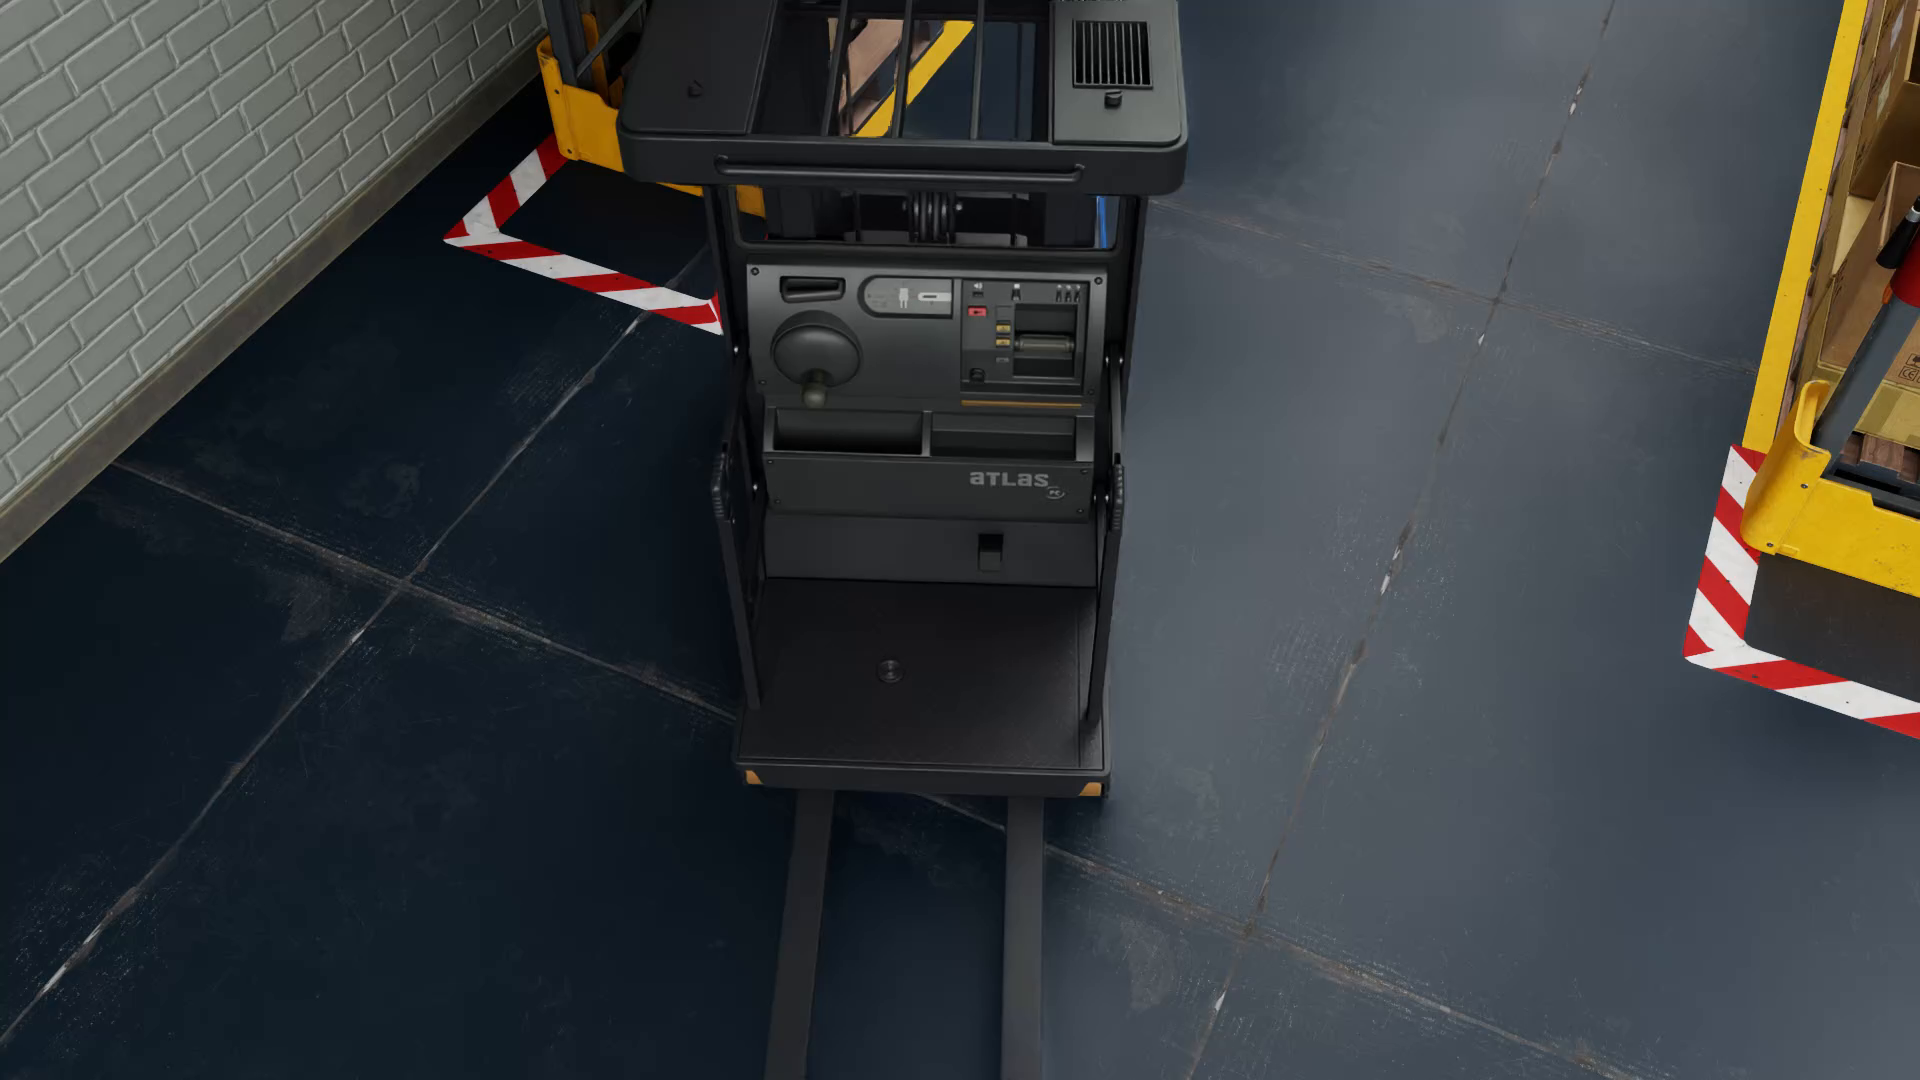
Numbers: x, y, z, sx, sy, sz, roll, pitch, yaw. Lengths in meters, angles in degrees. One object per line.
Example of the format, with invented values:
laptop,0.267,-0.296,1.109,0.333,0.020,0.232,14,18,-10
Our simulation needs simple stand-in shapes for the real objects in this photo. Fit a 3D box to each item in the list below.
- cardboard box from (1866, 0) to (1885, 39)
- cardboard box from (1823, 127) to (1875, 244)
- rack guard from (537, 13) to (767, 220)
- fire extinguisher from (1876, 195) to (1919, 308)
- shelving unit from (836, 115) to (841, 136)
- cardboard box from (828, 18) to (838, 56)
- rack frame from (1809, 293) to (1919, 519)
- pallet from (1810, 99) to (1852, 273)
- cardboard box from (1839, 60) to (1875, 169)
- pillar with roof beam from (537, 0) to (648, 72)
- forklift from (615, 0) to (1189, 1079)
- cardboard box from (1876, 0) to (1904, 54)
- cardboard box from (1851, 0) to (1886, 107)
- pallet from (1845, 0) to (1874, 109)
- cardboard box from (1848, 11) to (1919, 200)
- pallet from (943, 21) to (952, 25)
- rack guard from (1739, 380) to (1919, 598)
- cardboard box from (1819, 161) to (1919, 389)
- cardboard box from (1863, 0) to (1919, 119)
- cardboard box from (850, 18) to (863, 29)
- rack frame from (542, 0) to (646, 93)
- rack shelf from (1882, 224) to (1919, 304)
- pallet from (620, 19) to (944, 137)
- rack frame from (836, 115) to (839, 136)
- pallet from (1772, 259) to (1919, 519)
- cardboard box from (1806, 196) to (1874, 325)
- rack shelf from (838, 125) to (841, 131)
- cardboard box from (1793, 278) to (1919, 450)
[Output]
cardboard box,4.313,-2.343,7.303,0.500,0.250,0.500,20,52,16
cardboard box,3.671,-1.310,6.425,0.500,0.250,0.500,20,52,16
rack guard,-1.153,-1.758,6.918,1.175,0.500,0.348,20,52,16
fire extinguisher,2.824,-0.951,4.641,0.296,0.674,0.183,20,52,16
shelving unit,-0.529,-1.106,5.903,0.258,1.200,0.189,-4,50,-3
cardboard box,-0.809,-2.234,7.158,0.500,0.311,0.500,14,51,12
rack frame,3.295,-0.906,4.552,1.000,3.000,0.127,20,52,16
pallet,4.106,-1.380,6.786,1.003,0.211,1.213,20,52,16
cardboard box,3.887,-1.654,6.717,0.500,0.250,0.500,20,52,16
pillar with roof beam,2.223,-3.823,3.094,9.100,9.000,0.400,20,52,16
forklift,-0.094,-0.428,4.190,1.130,2.935,3.031,2,50,2
cardboard box,4.095,-2.243,6.726,0.500,0.500,0.500,20,52,16
cardboard box,4.095,-2.000,7.012,0.500,0.250,0.500,20,52,16
pallet,4.626,-2.223,7.503,1.003,0.211,1.213,20,52,16
cardboard box,3.669,-1.554,6.140,0.500,0.500,0.500,20,52,16
pallet,-0.252,-3.049,8.206,1.003,0.211,1.213,20,52,16
rack guard,3.284,-0.080,5.490,1.175,0.500,0.348,20,52,16
cardboard box,3.255,-0.861,5.550,0.500,0.500,0.500,20,52,16
cardboard box,3.883,-1.898,6.433,0.500,0.500,0.500,20,52,16
cardboard box,-0.565,-2.627,7.492,0.500,0.311,0.500,24,54,19
rack frame,-1.186,-2.516,5.921,1.000,3.000,0.127,20,52,16
rack shelf,4.149,-2.051,5.998,1.077,0.370,4.000,20,52,16
pallet,-0.774,-2.212,7.494,1.003,0.211,1.213,20,52,16
rack frame,-0.521,-1.037,5.844,0.240,1.200,0.006,-4,50,-3
pallet,3.583,-0.543,6.073,1.003,0.211,1.213,20,52,16
cardboard box,3.459,-0.965,6.131,0.500,0.250,0.500,20,52,16
rack shelf,-0.529,-1.311,5.663,0.258,0.103,0.180,-4,50,-3
cardboard box,3.257,-0.617,5.835,0.500,0.250,0.500,20,52,16
